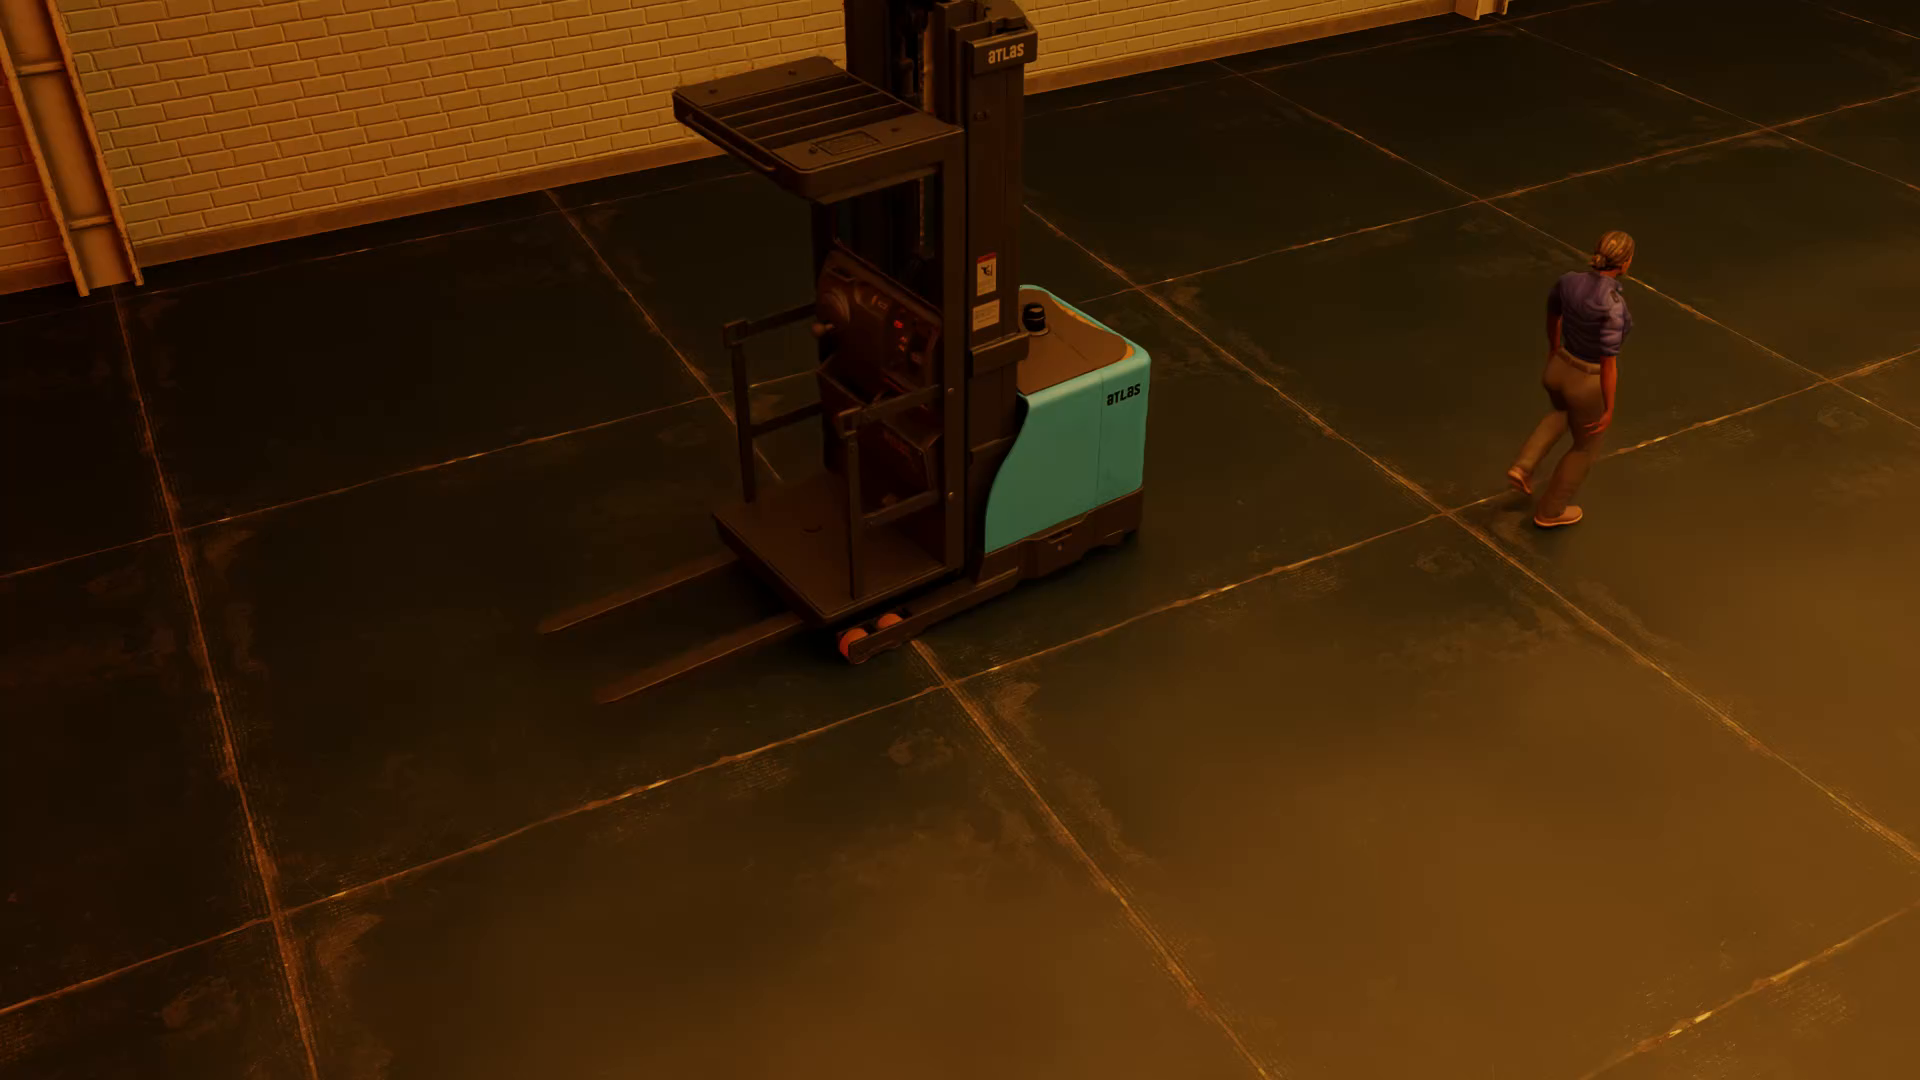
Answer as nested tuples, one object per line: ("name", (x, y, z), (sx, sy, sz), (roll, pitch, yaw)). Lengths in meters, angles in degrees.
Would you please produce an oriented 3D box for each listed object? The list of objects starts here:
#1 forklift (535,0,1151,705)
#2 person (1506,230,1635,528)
("forklift", (-0.546, -0.961, 7.483), (3.031, 2.935, 1.130), (-23, 41, -28))
("person", (3.148, -0.813, 8.397), (0.448, 1.639, 0.611), (-15, 38, -21))
